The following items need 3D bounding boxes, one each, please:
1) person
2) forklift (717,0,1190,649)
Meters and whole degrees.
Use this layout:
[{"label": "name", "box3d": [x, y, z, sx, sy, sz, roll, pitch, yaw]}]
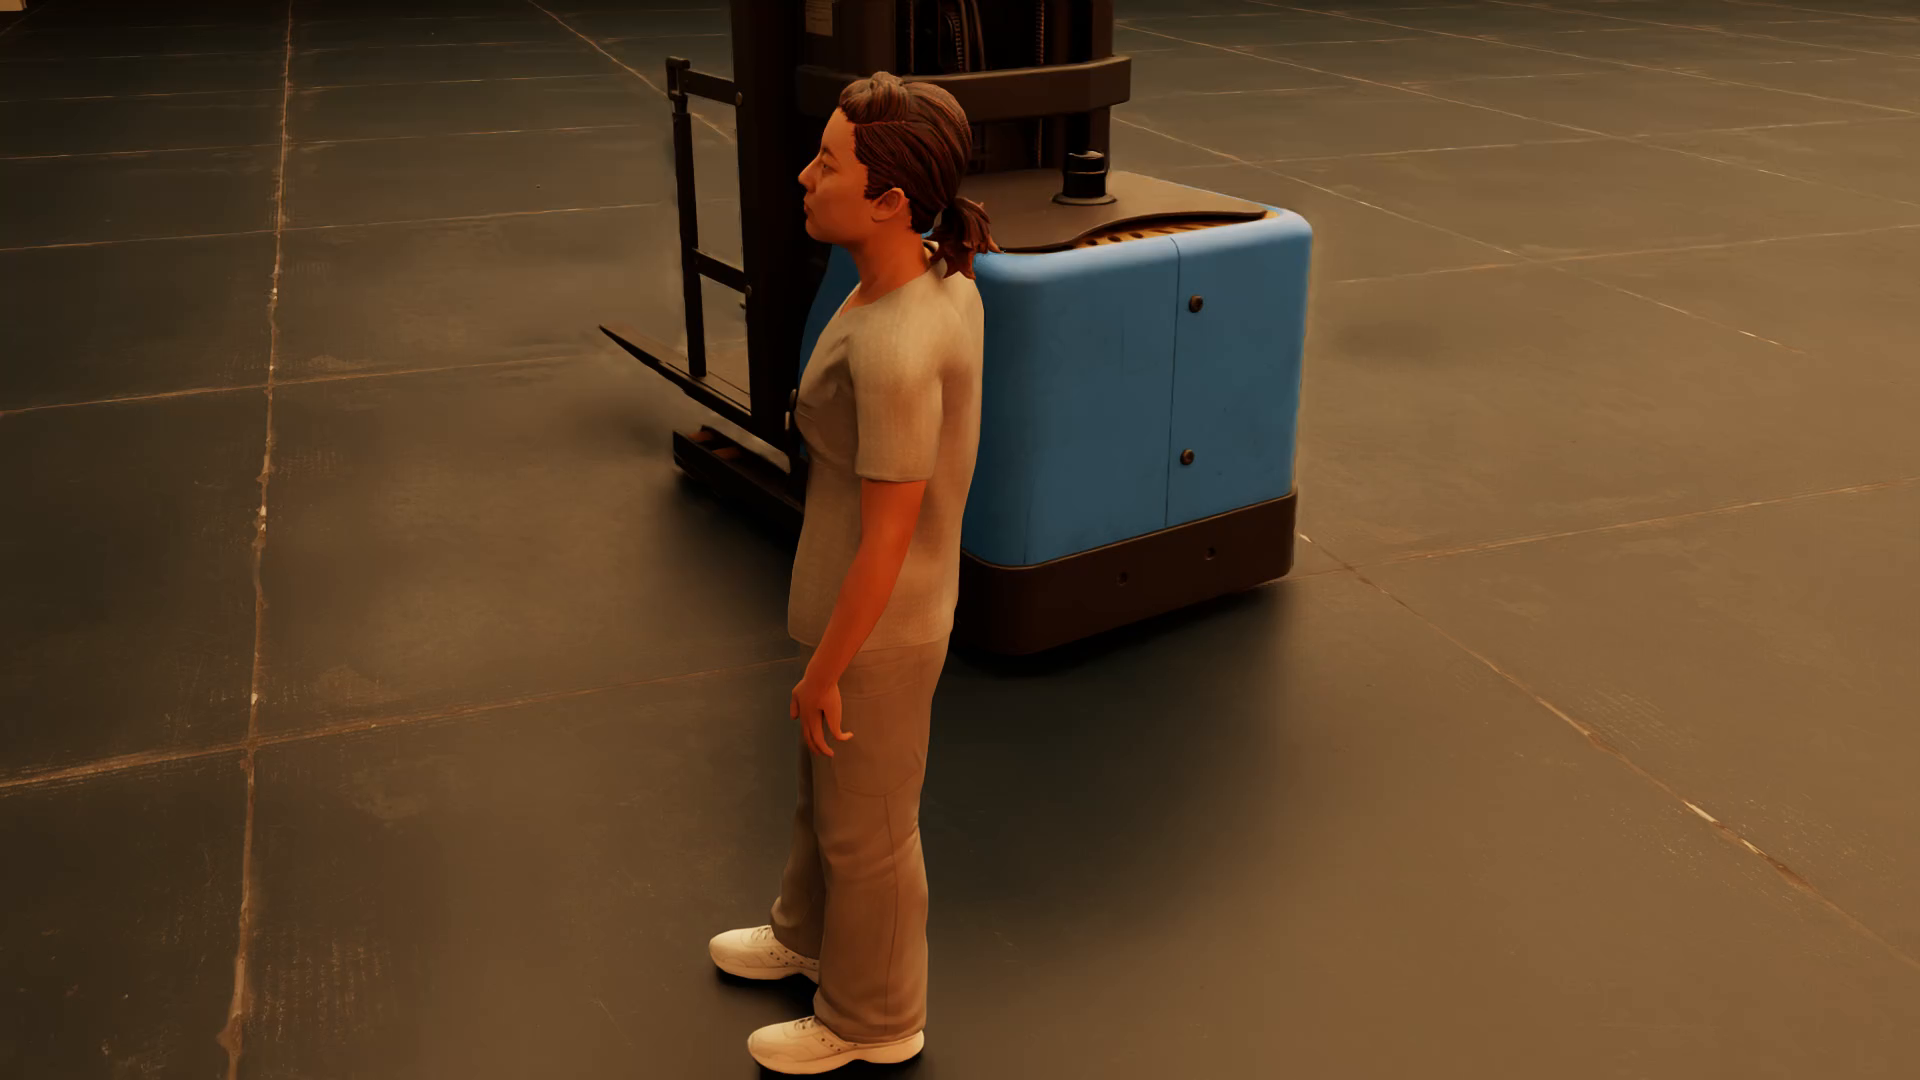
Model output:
[{"label": "person", "box3d": [-0.209, 0.120, 2.613, 0.549, 1.673, 0.548, 1, 23, 3]}, {"label": "forklift", "box3d": [0.177, -1.614, 5.136, 1.130, 2.935, 3.031, 4, 23, 10]}]
